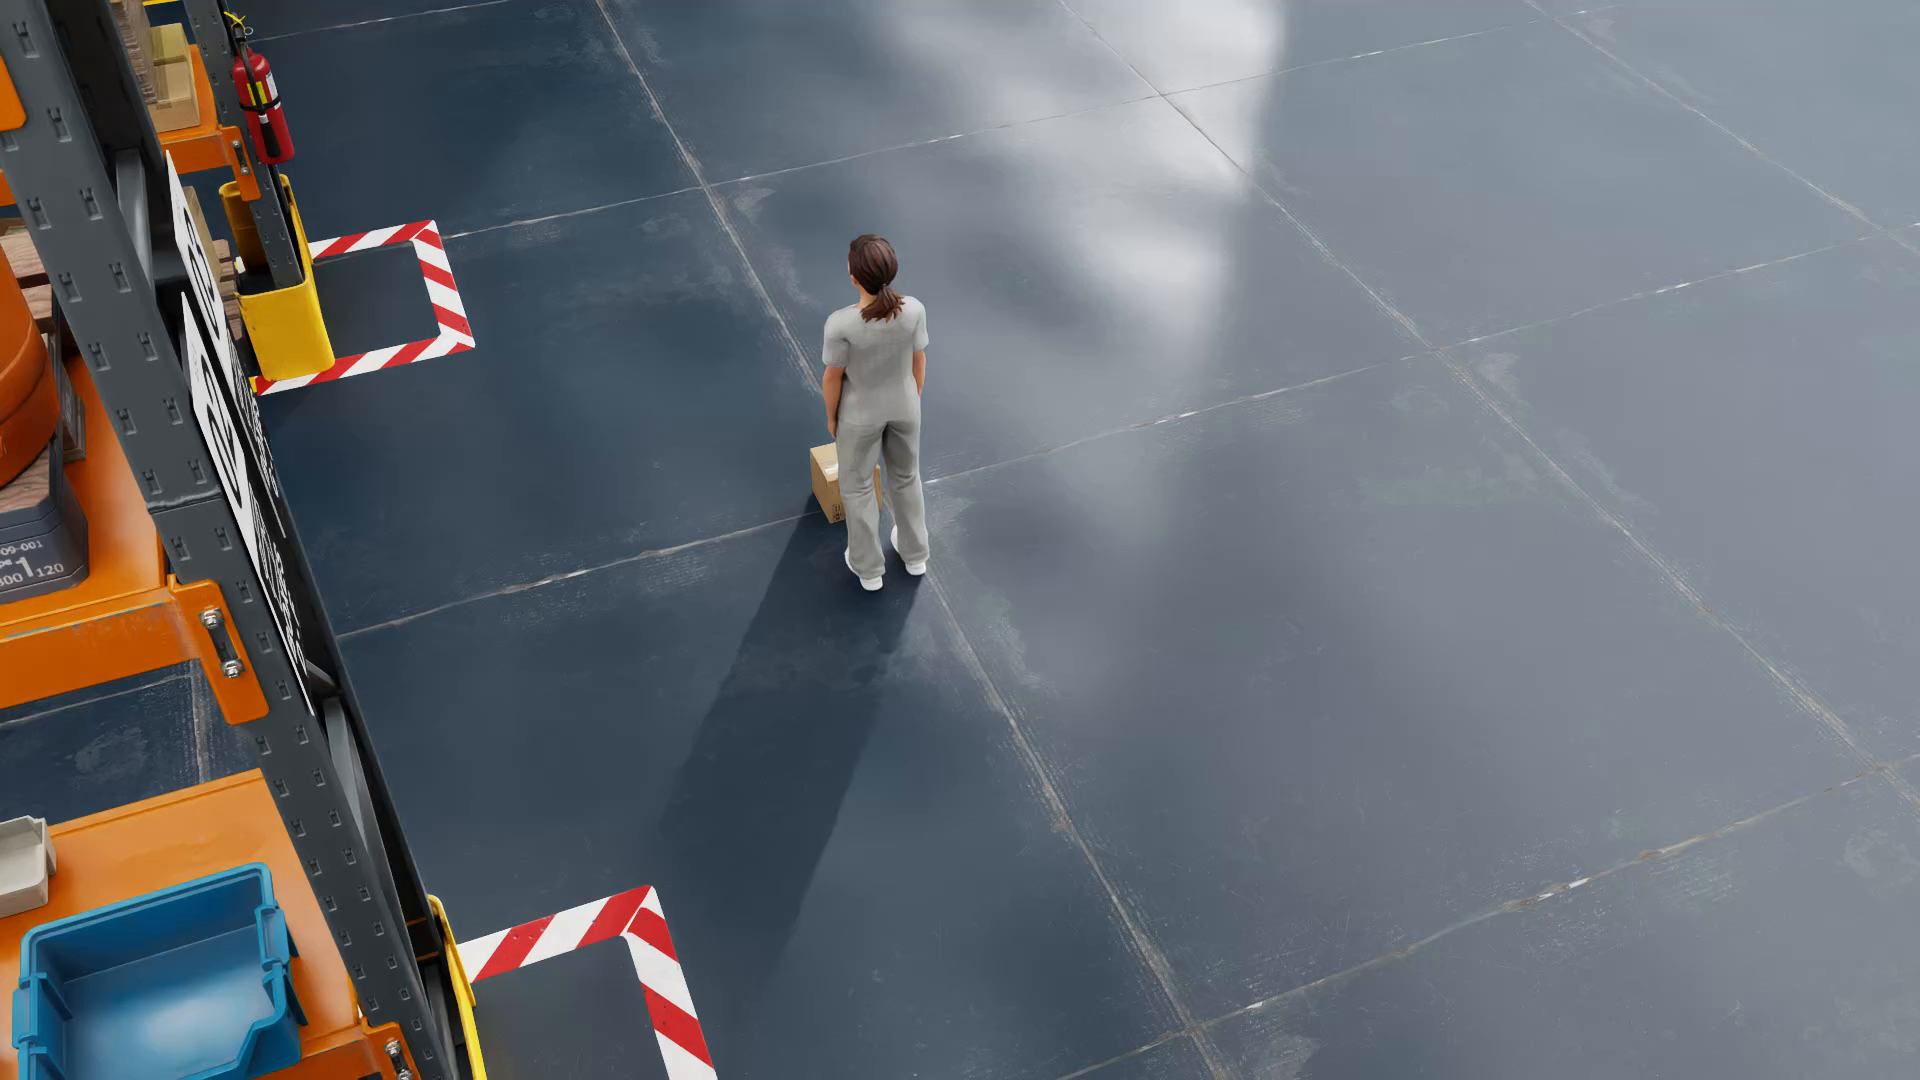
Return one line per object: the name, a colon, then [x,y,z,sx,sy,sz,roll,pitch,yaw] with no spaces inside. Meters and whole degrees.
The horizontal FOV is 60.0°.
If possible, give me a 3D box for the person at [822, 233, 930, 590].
person: [-0.337,-0.502,6.733,0.435,1.671,0.369,-14,44,-16]
